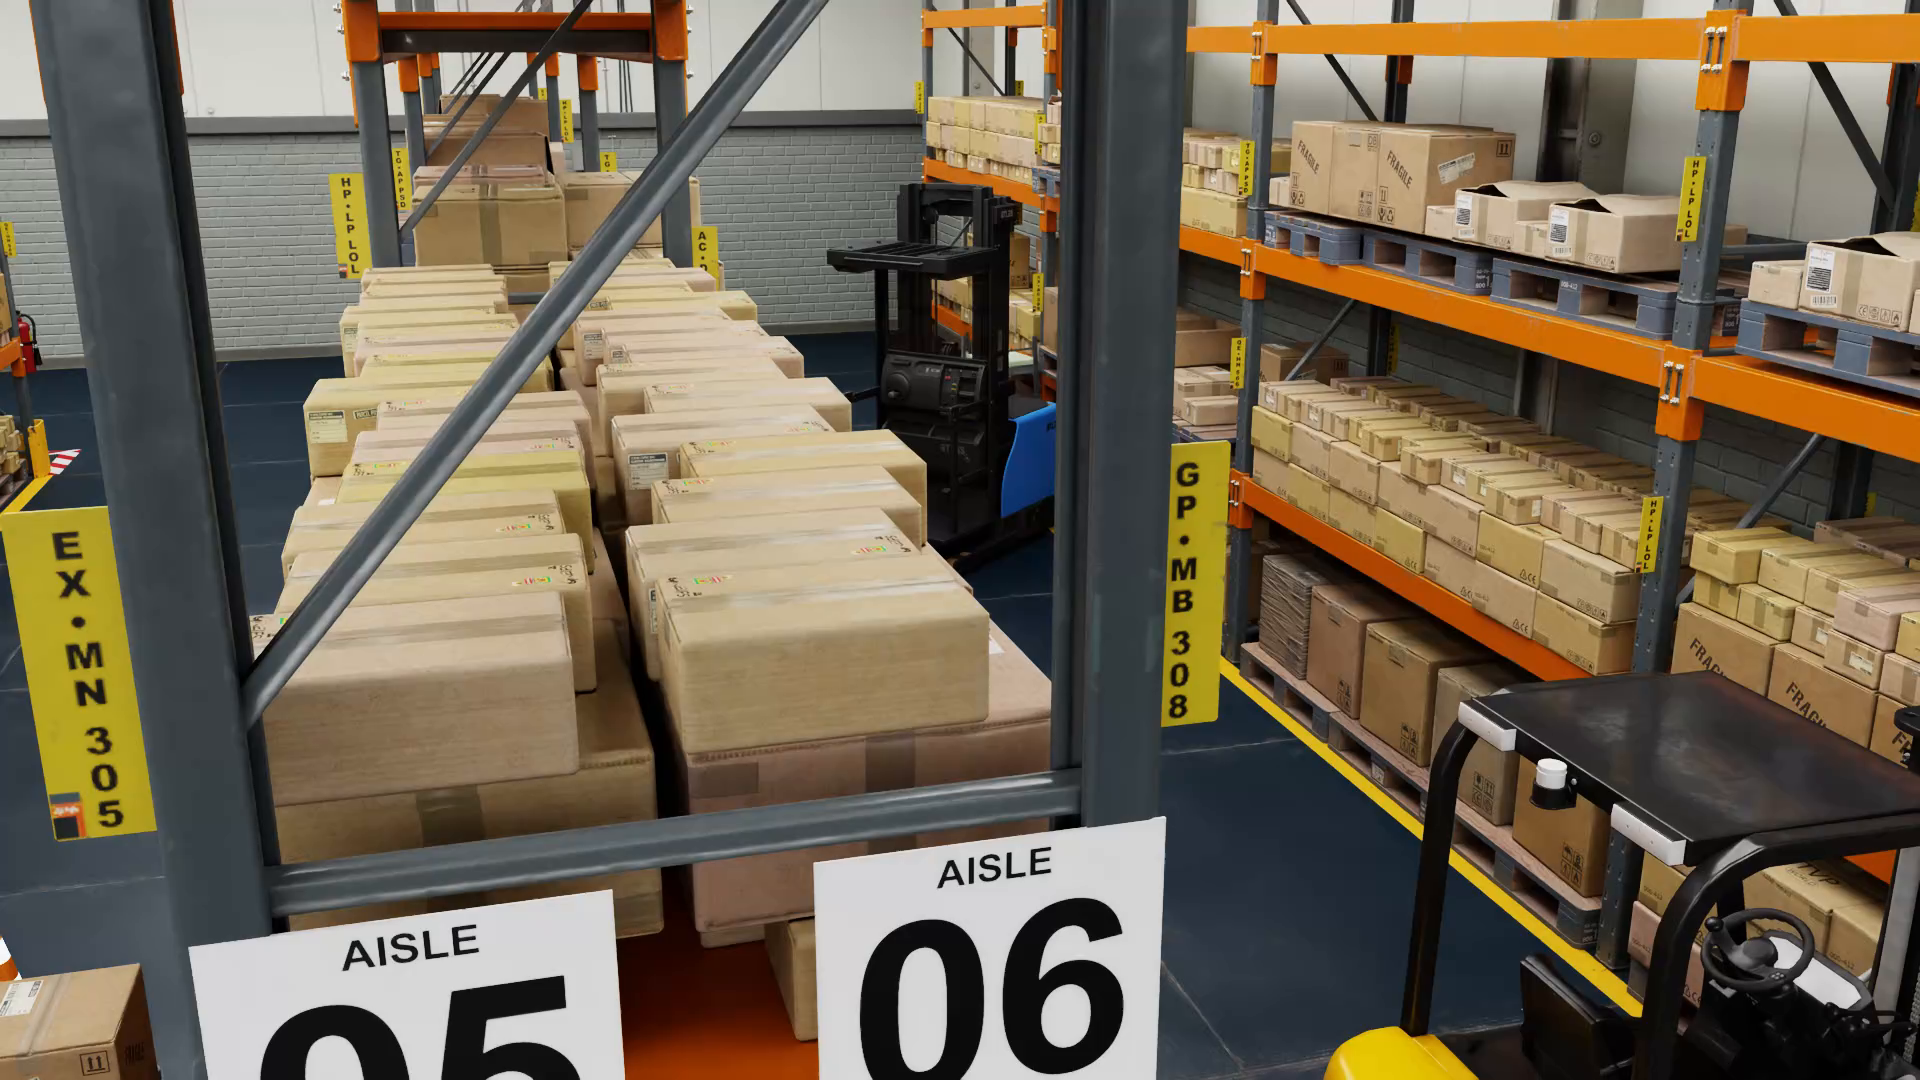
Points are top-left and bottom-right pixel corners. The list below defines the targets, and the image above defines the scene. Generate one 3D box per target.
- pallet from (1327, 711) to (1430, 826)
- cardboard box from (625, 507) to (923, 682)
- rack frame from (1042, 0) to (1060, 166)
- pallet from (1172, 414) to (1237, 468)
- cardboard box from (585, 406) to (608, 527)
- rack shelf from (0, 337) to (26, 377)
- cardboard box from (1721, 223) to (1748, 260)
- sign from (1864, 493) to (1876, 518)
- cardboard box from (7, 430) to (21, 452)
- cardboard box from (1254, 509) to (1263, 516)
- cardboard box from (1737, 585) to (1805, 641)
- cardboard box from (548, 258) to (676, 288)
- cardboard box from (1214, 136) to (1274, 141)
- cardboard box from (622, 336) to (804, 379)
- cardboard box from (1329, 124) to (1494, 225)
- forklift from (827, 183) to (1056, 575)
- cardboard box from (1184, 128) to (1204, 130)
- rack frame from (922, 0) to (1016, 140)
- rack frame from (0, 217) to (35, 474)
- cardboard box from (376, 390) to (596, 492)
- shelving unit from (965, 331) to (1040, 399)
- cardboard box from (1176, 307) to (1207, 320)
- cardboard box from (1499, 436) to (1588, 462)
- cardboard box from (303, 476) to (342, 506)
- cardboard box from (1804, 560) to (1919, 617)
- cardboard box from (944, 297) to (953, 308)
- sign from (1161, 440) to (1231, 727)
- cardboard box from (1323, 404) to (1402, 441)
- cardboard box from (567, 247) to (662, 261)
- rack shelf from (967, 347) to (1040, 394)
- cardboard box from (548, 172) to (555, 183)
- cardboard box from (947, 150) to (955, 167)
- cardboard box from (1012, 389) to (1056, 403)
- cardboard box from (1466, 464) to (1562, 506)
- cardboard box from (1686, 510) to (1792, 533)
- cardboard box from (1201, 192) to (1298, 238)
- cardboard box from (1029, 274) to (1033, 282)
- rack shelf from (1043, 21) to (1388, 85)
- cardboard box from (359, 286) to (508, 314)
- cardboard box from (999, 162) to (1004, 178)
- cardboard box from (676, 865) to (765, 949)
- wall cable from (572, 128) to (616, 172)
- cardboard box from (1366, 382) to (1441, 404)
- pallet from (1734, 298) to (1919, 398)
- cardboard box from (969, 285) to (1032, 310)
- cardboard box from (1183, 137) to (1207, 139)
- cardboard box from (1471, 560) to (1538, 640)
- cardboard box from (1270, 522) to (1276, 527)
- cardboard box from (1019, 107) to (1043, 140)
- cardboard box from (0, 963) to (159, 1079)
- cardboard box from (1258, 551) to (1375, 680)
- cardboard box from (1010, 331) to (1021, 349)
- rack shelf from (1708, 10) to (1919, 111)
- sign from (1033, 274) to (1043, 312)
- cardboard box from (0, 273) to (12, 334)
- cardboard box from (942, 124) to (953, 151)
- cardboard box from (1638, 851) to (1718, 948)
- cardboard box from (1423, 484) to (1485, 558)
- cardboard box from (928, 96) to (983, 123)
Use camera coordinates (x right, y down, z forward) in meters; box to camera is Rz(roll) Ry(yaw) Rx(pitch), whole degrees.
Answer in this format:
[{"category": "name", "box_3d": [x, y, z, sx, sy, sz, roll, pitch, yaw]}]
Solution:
[{"category": "pallet", "box_3d": [2.815, 1.247, 9.432, 1.003, 0.211, 1.213, -5, 17, -15]}, {"category": "cardboard box", "box_3d": [-0.264, 0.070, 2.343, 0.380, 0.149, 0.250, -5, 17, -15]}, {"category": "rack frame", "box_3d": [1.196, -4.635, 13.741, 1.000, 3.000, 0.127, -5, 17, -15]}, {"category": "pallet", "box_3d": [2.041, -0.746, 11.554, 1.213, 0.211, 1.003, -5, 17, -15]}, {"category": "cardboard box", "box_3d": [-0.577, -0.141, 3.737, 0.500, 0.250, 0.500, -4, 17, -14]}, {"category": "rack shelf", "box_3d": [-8.857, -1.158, 13.844, 1.077, 0.370, 4.000, -5, 17, -15]}, {"category": "cardboard box", "box_3d": [3.350, -1.365, 7.601, 0.380, 0.149, 0.250, -5, 17, -15]}, {"category": "sign", "box_3d": [3.928, -0.046, 7.249, 0.100, 0.325, 0.005, -5, 17, -15]}, {"category": "cardboard box", "box_3d": [-8.987, -0.911, 15.478, 0.380, 0.149, 0.250, -5, 17, -17]}, {"category": "cardboard box", "box_3d": [2.259, -0.277, 12.149, 0.380, 0.149, 0.250, -4, 17, -15]}, {"category": "cardboard box", "box_3d": [3.302, 0.273, 6.529, 0.380, 0.149, 0.250, -4, 17, -14]}, {"category": "cardboard box", "box_3d": [-1.080, -0.784, 5.183, 0.380, 0.149, 0.250, -4, 17, -14]}, {"category": "cardboard box", "box_3d": [2.054, -2.823, 11.974, 0.380, 0.149, 0.250, -5, 17, -16]}, {"category": "cardboard box", "box_3d": [-0.562, -0.362, 3.781, 0.380, 0.149, 0.250, -4, 17, -15]}, {"category": "cardboard box", "box_3d": [2.495, -2.038, 9.231, 0.700, 0.500, 0.500, -5, 17, -16]}, {"category": "forklift", "box_3d": [-0.328, -1.251, 13.022, 1.130, 2.935, 3.031, 10, 19, 30]}, {"category": "cardboard box", "box_3d": [1.670, -3.111, 12.896, 0.380, 0.149, 0.250, -5, 18, -17]}, {"category": "rack frame", "box_3d": [0.096, -5.742, 17.425, 1.000, 3.000, 0.127, -5, 17, -15]}, {"category": "rack frame", "box_3d": [-9.407, -2.056, 15.582, 1.000, 3.000, 0.127, -5, 17, -15]}, {"category": "cardboard box", "box_3d": [-0.904, -0.178, 3.168, 0.380, 0.149, 0.250, -5, 17, -17]}, {"category": "shelving unit", "box_3d": [0.400, -1.095, 14.856, 0.431, 1.500, 0.755, -8, 15, -17]}, {"category": "cardboard box", "box_3d": [1.472, -1.499, 12.826, 0.700, 0.500, 0.500, -5, 17, -16]}, {"category": "cardboard box", "box_3d": [3.130, -0.447, 8.926, 0.380, 0.149, 0.250, -5, 17, -15]}, {"category": "cardboard box", "box_3d": [-0.962, 0.041, 3.132, 0.500, 0.250, 0.500, -4, 17, -14]}, {"category": "cardboard box", "box_3d": [3.434, 0.196, 6.266, 0.380, 0.149, 0.250, -5, 17, -16]}, {"category": "cardboard box", "box_3d": [0.037, -2.569, 17.727, 0.380, 0.149, 0.250, -4, 17, -14]}, {"category": "sign", "box_3d": [0.244, 0.052, 1.830, 0.100, 0.325, 0.005, -5, 17, -15]}, {"category": "cardboard box", "box_3d": [2.353, -0.689, 9.730, 0.380, 0.149, 0.250, -4, 17, -15]}, {"category": "cardboard box", "box_3d": [-1.293, -1.055, 6.568, 0.500, 0.250, 0.500, -5, 17, -16]}, {"category": "rack shelf", "box_3d": [0.377, -1.472, 14.758, 0.431, 0.370, 0.720, -8, 15, -17]}, {"category": "cardboard box", "box_3d": [-2.912, -2.383, 11.135, 0.380, 0.166, 0.250, -3, 17, -11]}, {"category": "cardboard box", "box_3d": [0.081, -3.859, 16.806, 0.380, 0.149, 0.250, -4, 17, -14]}, {"category": "cardboard box", "box_3d": [0.656, -1.169, 16.246, 0.700, 0.500, 0.500, -5, 18, -17]}, {"category": "cardboard box", "box_3d": [2.770, -0.266, 8.323, 0.380, 0.149, 0.250, -5, 17, -17]}, {"category": "cardboard box", "box_3d": [3.504, -0.022, 7.510, 0.380, 0.149, 0.250, -5, 17, -17]}, {"category": "cardboard box", "box_3d": [1.921, -2.143, 10.920, 0.500, 0.250, 0.500, -5, 18, -17]}, {"category": "cardboard box", "box_3d": [0.750, -2.553, 16.981, 0.500, 0.250, 0.500, -4, 17, -14]}, {"category": "rack shelf", "box_3d": [1.745, -3.546, 12.061, 1.077, 0.370, 4.000, -5, 17, -15]}, {"category": "cardboard box", "box_3d": [-1.441, -0.598, 4.564, 0.380, 0.149, 0.250, -5, 18, -17]}, {"category": "cardboard box", "box_3d": [0.575, -3.442, 15.419, 0.380, 0.149, 0.250, -4, 17, -13]}, {"category": "cardboard box", "box_3d": [-0.215, 0.451, 2.458, 0.380, 0.149, 0.250, -5, 18, -17]}, {"category": "wall cable", "box_3d": [-4.887, -4.635, 22.402, 0.588, 1.984, 0.122, -5, 17, -15]}, {"category": "cardboard box", "box_3d": [2.758, -0.877, 10.355, 0.380, 0.149, 0.250, -4, 17, -14]}, {"category": "pallet", "box_3d": [3.654, -0.710, 6.040, 1.003, 0.211, 1.213, -5, 17, -15]}, {"category": "cardboard box", "box_3d": [0.404, -2.373, 16.382, 0.500, 0.250, 0.500, -5, 17, -17]}, {"category": "cardboard box", "box_3d": [1.559, -2.785, 11.844, 0.380, 0.149, 0.250, -5, 17, -15]}, {"category": "cardboard box", "box_3d": [2.861, 0.265, 8.116, 0.500, 0.250, 0.500, -5, 17, -16]}, {"category": "cardboard box", "box_3d": [2.333, 0.064, 12.139, 0.500, 0.500, 0.500, -5, 17, -15]}, {"category": "cardboard box", "box_3d": [0.826, -3.629, 14.481, 0.500, 0.250, 0.500, -5, 17, -15]}, {"category": "cardboard box", "box_3d": [-3.080, 1.828, 5.682, 0.500, 0.500, 0.500, -5, 17, -15]}, {"category": "cardboard box", "box_3d": [2.453, 0.454, 10.624, 0.875, 0.625, 0.625, -4, 17, -13]}, {"category": "cardboard box", "box_3d": [0.678, -1.850, 15.335, 0.380, 0.149, 0.250, -4, 17, -14]}, {"category": "rack shelf", "box_3d": [3.944, -1.333, 4.694, 1.077, 0.370, 4.000, -5, 17, -15]}, {"category": "sign", "box_3d": [0.676, -2.132, 14.330, 0.100, 0.325, 0.005, -5, 17, -15]}, {"category": "cardboard box", "box_3d": [-9.036, -2.142, 15.179, 0.500, 0.500, 0.500, -4, 17, -14]}, {"category": "cardboard box", "box_3d": [0.115, -4.092, 16.892, 0.500, 0.250, 0.500, -4, 17, -14]}, {"category": "cardboard box", "box_3d": [3.230, 1.485, 6.974, 0.500, 0.250, 0.500, -5, 17, -16]}, {"category": "cardboard box", "box_3d": [2.730, -0.116, 8.516, 0.500, 0.250, 0.500, -4, 17, -14]}, {"category": "cardboard box", "box_3d": [-0.023, -4.473, 17.288, 0.500, 0.250, 0.500, -5, 17, -16]}]
